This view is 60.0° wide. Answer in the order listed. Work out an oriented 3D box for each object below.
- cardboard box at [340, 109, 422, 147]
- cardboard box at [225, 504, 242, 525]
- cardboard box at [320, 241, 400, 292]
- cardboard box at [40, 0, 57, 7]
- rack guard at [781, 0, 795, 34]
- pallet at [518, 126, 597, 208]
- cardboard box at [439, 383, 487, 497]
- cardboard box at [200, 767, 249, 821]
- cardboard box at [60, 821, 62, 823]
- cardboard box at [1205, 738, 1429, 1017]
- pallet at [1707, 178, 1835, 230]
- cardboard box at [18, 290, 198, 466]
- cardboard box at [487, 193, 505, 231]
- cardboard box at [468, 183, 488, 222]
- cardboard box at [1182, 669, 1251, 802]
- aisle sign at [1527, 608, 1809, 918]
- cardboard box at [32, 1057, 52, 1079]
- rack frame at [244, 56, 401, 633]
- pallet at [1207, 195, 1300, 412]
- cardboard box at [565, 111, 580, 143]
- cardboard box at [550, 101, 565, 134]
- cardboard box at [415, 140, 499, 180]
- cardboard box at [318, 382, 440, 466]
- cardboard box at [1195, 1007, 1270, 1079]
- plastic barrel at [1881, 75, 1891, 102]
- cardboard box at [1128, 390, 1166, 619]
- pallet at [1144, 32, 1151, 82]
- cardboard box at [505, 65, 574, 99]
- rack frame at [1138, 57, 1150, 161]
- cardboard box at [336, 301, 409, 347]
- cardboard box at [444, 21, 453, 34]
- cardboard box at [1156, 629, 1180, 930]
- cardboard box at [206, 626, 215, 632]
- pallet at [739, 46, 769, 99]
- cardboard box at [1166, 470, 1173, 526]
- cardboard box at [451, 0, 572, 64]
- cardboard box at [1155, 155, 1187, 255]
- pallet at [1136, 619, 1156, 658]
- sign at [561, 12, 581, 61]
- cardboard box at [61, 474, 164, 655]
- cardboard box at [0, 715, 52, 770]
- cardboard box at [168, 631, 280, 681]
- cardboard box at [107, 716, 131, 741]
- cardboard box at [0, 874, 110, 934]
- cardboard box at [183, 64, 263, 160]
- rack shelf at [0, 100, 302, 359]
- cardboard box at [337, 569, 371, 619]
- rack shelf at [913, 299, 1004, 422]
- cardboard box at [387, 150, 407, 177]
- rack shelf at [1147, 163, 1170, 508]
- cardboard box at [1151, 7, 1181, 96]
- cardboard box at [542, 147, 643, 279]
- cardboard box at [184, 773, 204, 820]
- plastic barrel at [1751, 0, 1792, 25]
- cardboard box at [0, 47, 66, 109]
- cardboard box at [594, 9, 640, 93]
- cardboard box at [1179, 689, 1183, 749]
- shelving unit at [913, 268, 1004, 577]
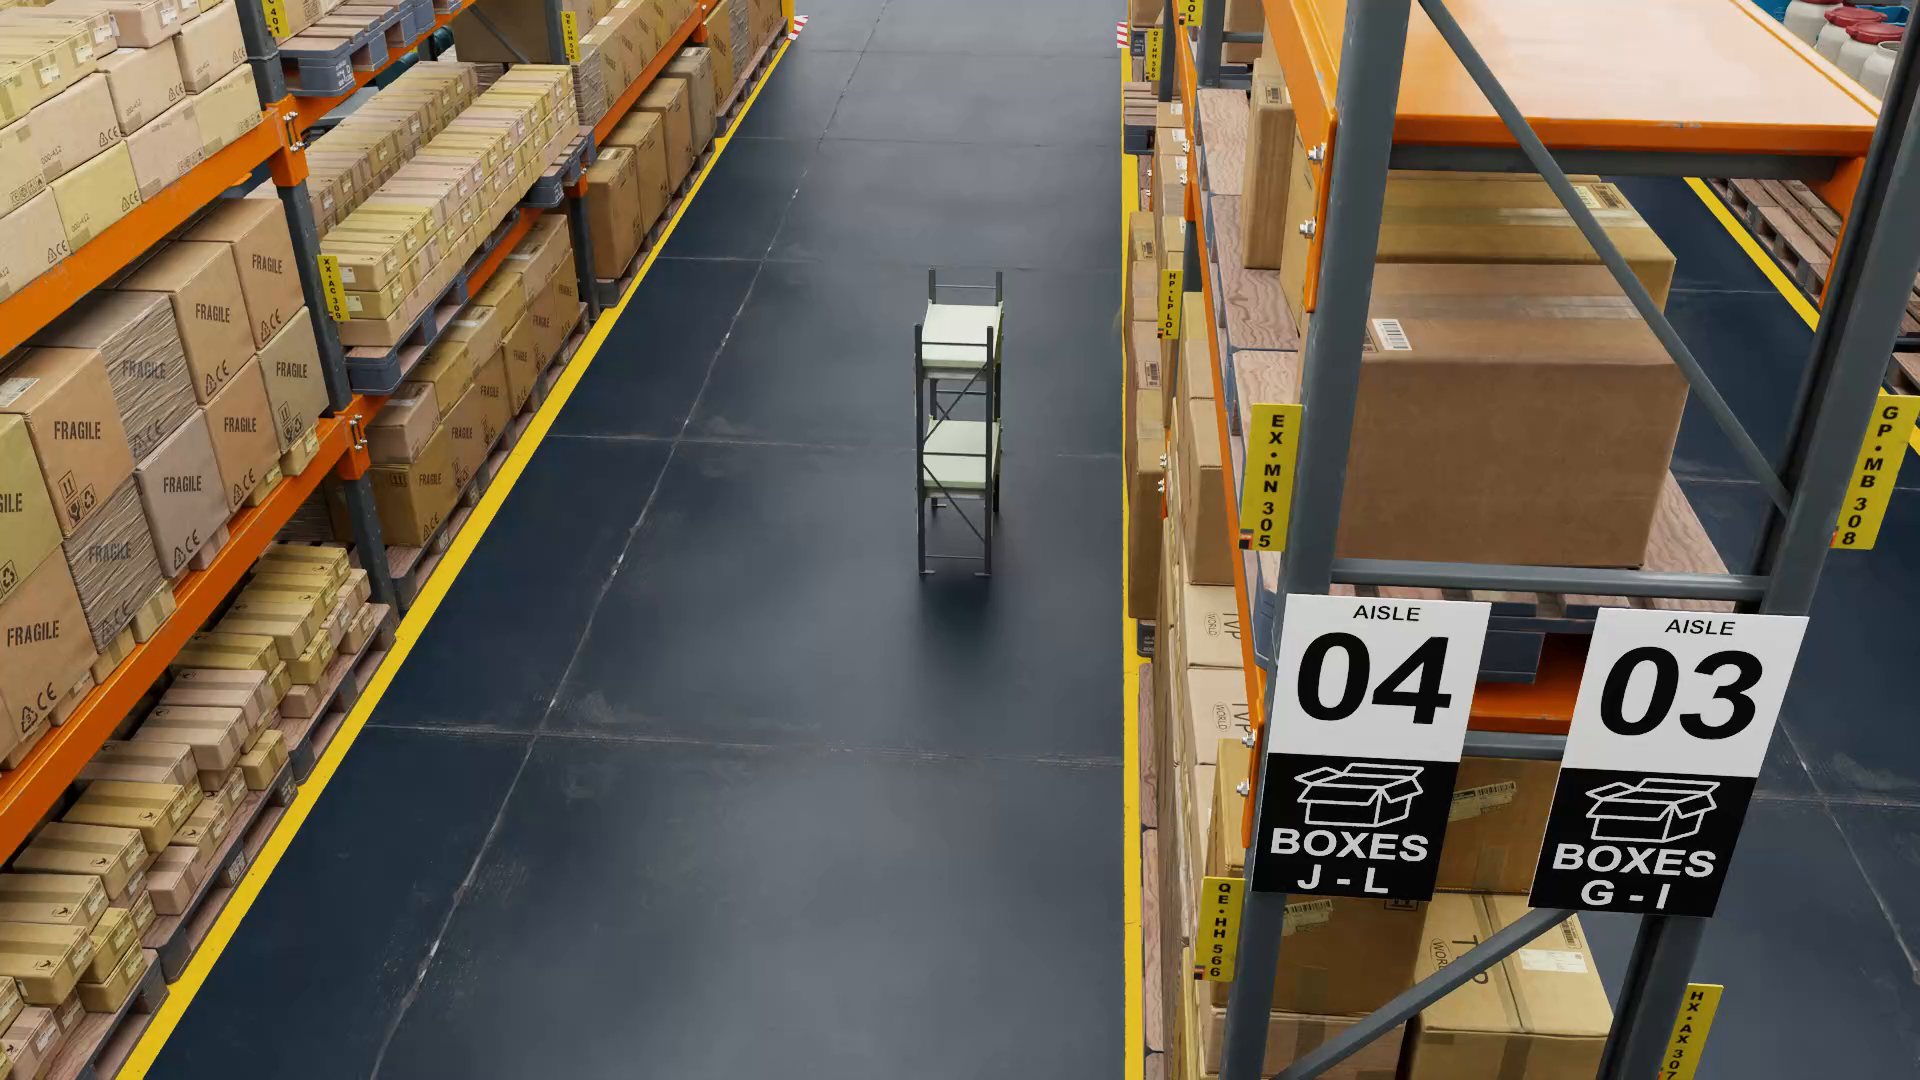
[{"bbox_3d":[-3.456,-2.458,9.933,0.380,0.149,0.250,4,32,6],"label":"cardboard box"},{"bbox_3d":[-3.338,-0.149,7.153,0.380,0.149,0.250,2,32,3],"label":"cardboard box"},{"bbox_3d":[-2.975,-1.335,8.110,0.380,0.149,0.250,4,32,6],"label":"cardboard box"},{"bbox_3d":[-3.786,-2.137,6.566,0.380,0.149,0.250,1,32,2],"label":"cardboard box"},{"bbox_3d":[-2.486,-6.047,18.866,1.175,0.500,0.348,2,32,4],"label":"rack guard"},{"bbox_3d":[-3.091,-2.457,10.840,1.213,0.211,1.003,2,32,4],"label":"pallet"},{"bbox_3d":[-3.099,-0.590,9.611,0.500,0.500,0.500,4,32,6],"label":"cardboard box"},{"bbox_3d":[-3.330,1.105,7.195,0.380,0.149,0.250,3,32,5],"label":"cardboard box"},{"bbox_3d":[-3.825,1.208,7.027,0.380,0.149,0.250,3,32,5],"label":"cardboard box"},{"bbox_3d":[0.922,0.884,4.381,0.500,0.500,0.500,3,32,5],"label":"cardboard box"},{"bbox_3d":[7.033,-2.931,14.086,1.003,0.211,1.213,2,32,4],"label":"pallet"},{"bbox_3d":[-3.326,-0.624,6.352,0.500,0.500,0.500,3,32,5],"label":"cardboard box"},{"bbox_3d":[-2.850,-1.897,9.588,0.380,0.149,0.250,1,32,2],"label":"cardboard box"},{"bbox_3d":[-2.873,-1.895,9.302,0.380,0.149,0.250,2,32,3],"label":"cardboard box"},{"bbox_3d":[1.003,0.674,5.438,0.500,0.250,0.500,1,32,2],"label":"cardboard box"},{"bbox_3d":[1.438,0.476,3.421,0.394,0.787,0.004,2,32,4],"label":"aisle sign"},{"bbox_3d":[-3.489,1.902,5.902,0.380,0.149,0.250,2,32,4],"label":"cardboard box"},{"bbox_3d":[-3.465,-0.824,8.008,1.000,3.000,0.127,2,32,4],"label":"rack frame"},{"bbox_3d":[1.291,-0.735,5.089,1.003,0.211,1.213,2,32,4],"label":"pallet"},{"bbox_3d":[-2.721,-2.710,10.907,0.380,0.149,0.250,3,32,5],"label":"cardboard box"},{"bbox_3d":[-2.746,-2.696,10.602,0.380,0.149,0.250,4,32,6],"label":"cardboard box"},{"bbox_3d":[-2.852,-2.153,9.436,0.380,0.149,0.250,3,32,5],"label":"cardboard box"},{"bbox_3d":[-3.142,-0.633,8.966,0.500,0.250,0.500,1,32,2],"label":"cardboard box"},{"bbox_3d":[0.845,1.439,4.575,0.380,0.149,0.250,3,32,5],"label":"cardboard box"},{"bbox_3d":[6.603,-3.034,11.487,0.421,0.512,0.421,0,32,0],"label":"plastic barrel"},{"bbox_3d":[1.502,-0.169,8.570,1.225,0.875,0.875,3,32,4],"label":"cardboard box"},{"bbox_3d":[1.916,-3.606,12.705,1.003,0.211,1.213,2,32,4],"label":"pallet"},{"bbox_3d":[-2.722,-2.965,10.754,0.380,0.149,0.250,1,32,2],"label":"cardboard box"},{"bbox_3d":[2.122,-4.742,14.366,1.000,3.000,0.127,2,32,4],"label":"rack frame"},{"bbox_3d":[-2.975,-1.082,8.266,0.380,0.149,0.250,1,32,2],"label":"cardboard box"},{"bbox_3d":[-5.050,-5.168,17.436,0.797,0.503,0.637,-20,37,-29],"label":"cardboard box"},{"bbox_3d":[1.263,0.979,6.708,0.875,0.875,0.875,2,32,4],"label":"cardboard box"},{"bbox_3d":[-3.729,0.525,7.852,0.380,0.149,0.250,2,32,4],"label":"cardboard box"},{"bbox_3d":[-2.577,-4.854,17.205,1.003,0.211,1.213,2,32,4],"label":"pallet"},{"bbox_3d":[1.093,-0.174,7.194,0.380,0.149,0.250,1,32,2],"label":"cardboard box"},{"bbox_3d":[-3.093,-3.618,11.494,0.700,0.500,0.500,2,32,4],"label":"cardboard box"},{"bbox_3d":[1.407,-1.913,9.680,0.500,0.500,0.500,2,32,3],"label":"cardboard box"},{"bbox_3d":[1.458,0.221,8.970,1.003,0.211,1.213,2,32,4],"label":"pallet"},{"bbox_3d":[-2.598,-3.356,11.089,0.100,0.325,0.005,2,32,4],"label":"sign"},{"bbox_3d":[-3.373,0.072,6.175,0.500,0.500,0.500,2,32,3],"label":"cardboard box"},{"bbox_3d":[-3.452,0.664,5.833,0.380,0.149,0.250,2,32,3],"label":"cardboard box"},{"bbox_3d":[-3.328,0.553,7.524,0.380,0.149,0.250,3,32,6],"label":"cardboard box"},{"bbox_3d":[-3.793,0.818,7.094,0.380,0.149,0.250,1,32,2],"label":"cardboard box"},{"bbox_3d":[-3.421,1.381,6.180,0.380,0.149,0.250,1,32,2],"label":"cardboard box"},{"bbox_3d":[-3.236,-1.769,6.825,0.500,0.250,0.500,3,32,5],"label":"cardboard box"},{"bbox_3d":[-3.628,-0.749,5.713,1.077,0.370,4.000,2,32,4],"label":"rack shelf"},{"bbox_3d":[-3.174,0.263,8.278,0.380,0.149,0.250,3,32,5],"label":"cardboard box"},{"bbox_3d":[0.001,-0.974,8.938,0.431,0.370,0.720,2,32,4],"label":"rack shelf"},{"bbox_3d":[-3.482,-2.196,9.791,0.380,0.149,0.250,2,32,4],"label":"cardboard box"},{"bbox_3d":[1.633,-1.299,9.464,1.077,0.370,4.000,2,32,4],"label":"rack shelf"},{"bbox_3d":[1.746,-3.452,11.778,0.700,0.500,0.500,7,32,11],"label":"cardboard box"},{"bbox_3d":[-3.000,-2.451,12.392,1.050,0.750,0.750,2,32,3],"label":"cardboard box"},{"bbox_3d":[-3.413,1.084,6.946,0.380,0.149,0.250,4,32,6],"label":"cardboard box"},{"bbox_3d":[6.725,-4.555,13.585,0.600,0.901,0.708,2,32,4],"label":"plastic barrel"},{"bbox_3d":[-3.298,-1.567,5.641,0.380,0.149,0.250,2,32,4],"label":"cardboard box"},{"bbox_3d":[-2.754,-3.711,12.597,0.500,0.500,0.500,2,32,4],"label":"cardboard box"},{"bbox_3d":[0.970,0.640,5.872,0.380,0.149,0.250,3,32,5],"label":"cardboard box"},{"bbox_3d":[0.001,-0.642,9.142,0.431,1.500,0.755,2,32,4],"label":"shelving unit"}]
